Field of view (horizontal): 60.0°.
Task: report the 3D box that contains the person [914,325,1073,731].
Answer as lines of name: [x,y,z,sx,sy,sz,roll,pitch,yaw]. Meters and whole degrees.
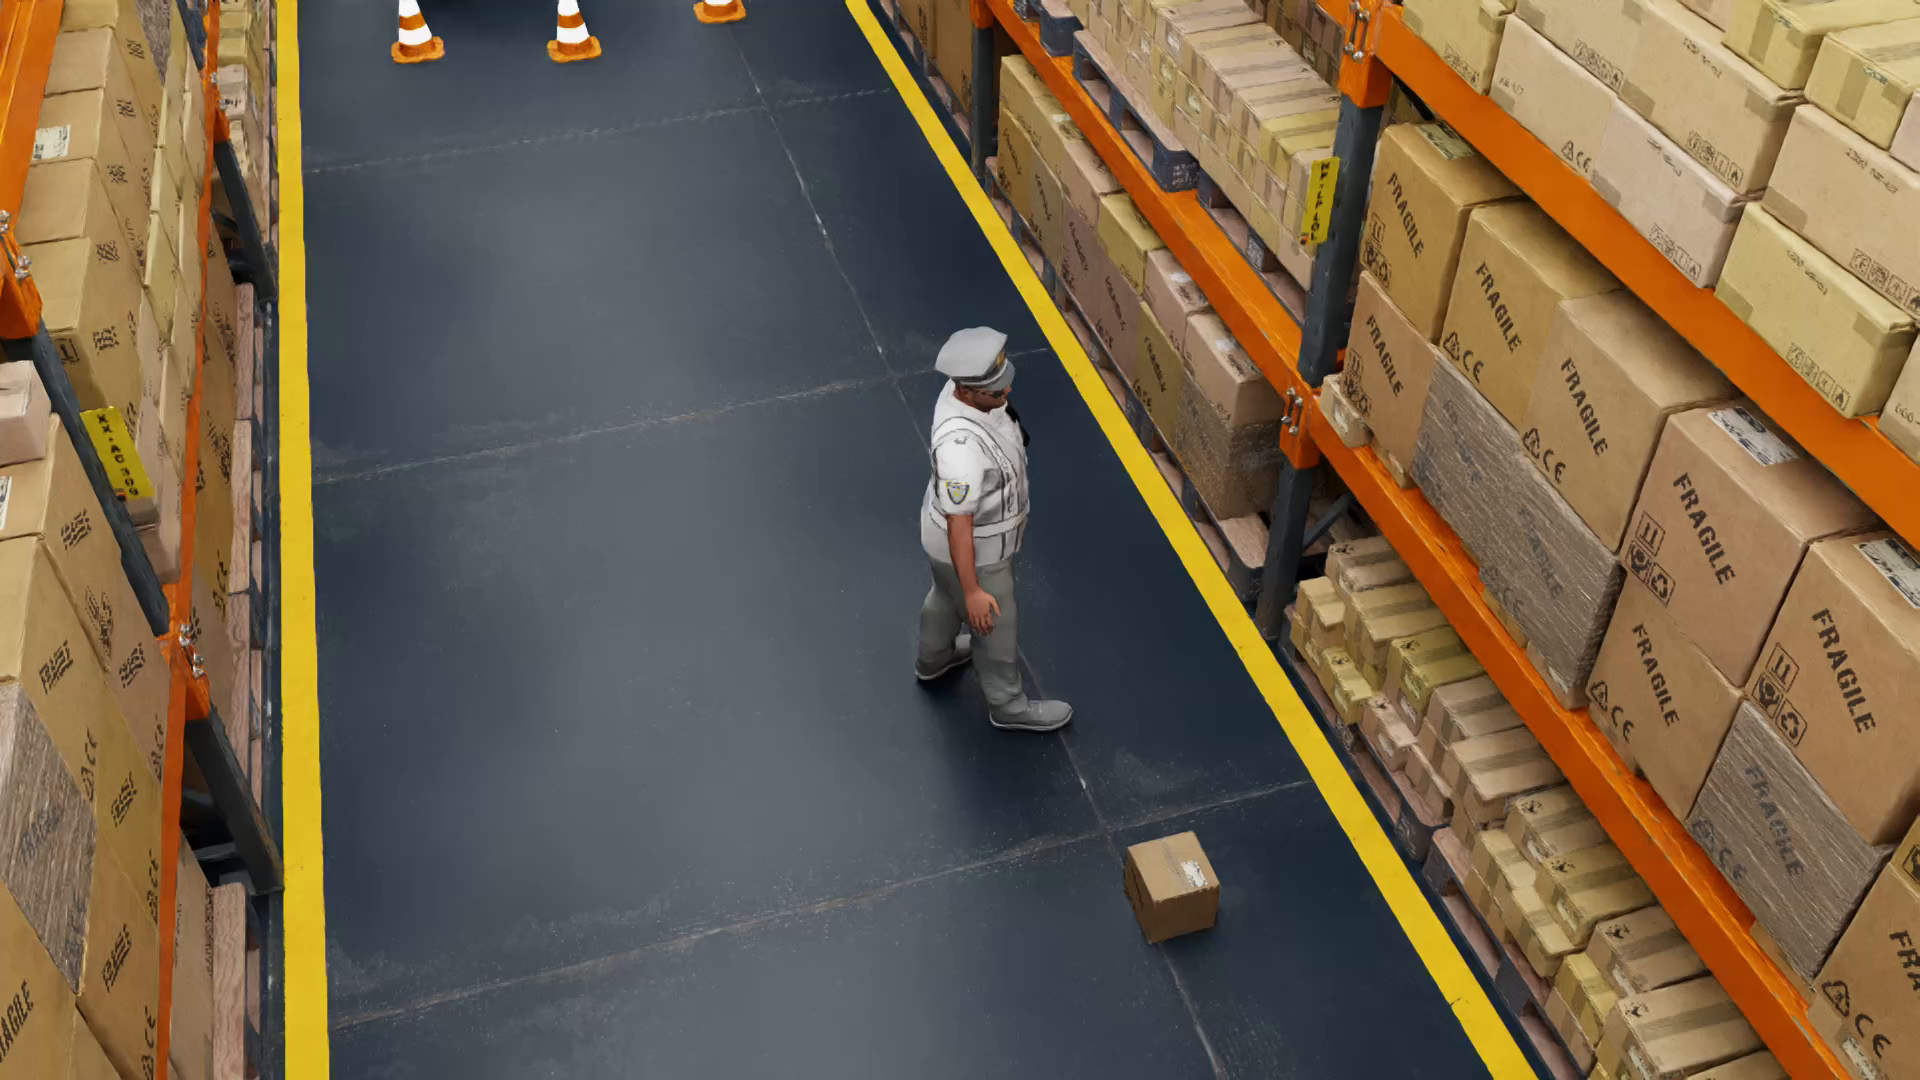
person: [0.131,-0.004,6.124,0.630,1.754,0.742,-1,42,-1]
